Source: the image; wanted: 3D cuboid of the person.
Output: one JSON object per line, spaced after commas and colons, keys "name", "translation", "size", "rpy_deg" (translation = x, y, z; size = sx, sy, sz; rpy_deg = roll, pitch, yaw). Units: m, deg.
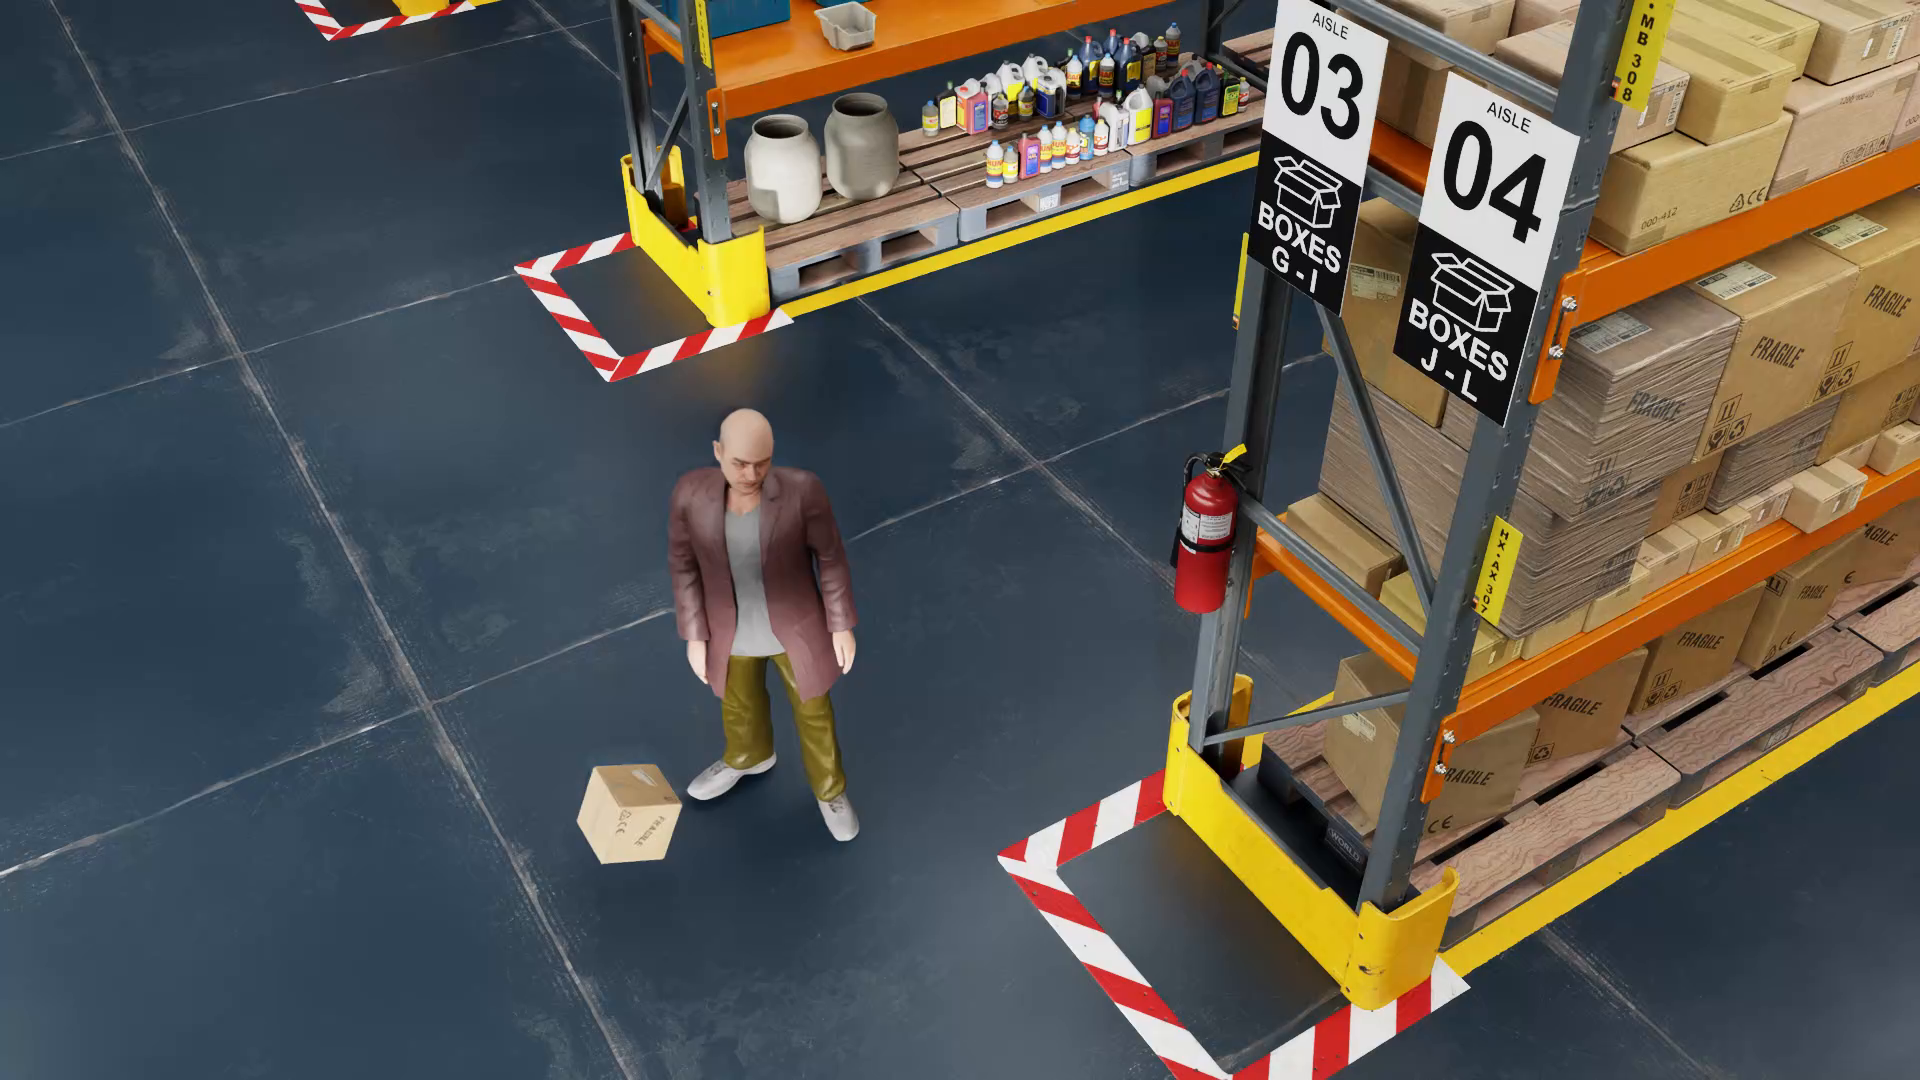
{"name": "person", "translation": [-0.673, 0.379, 5.790], "size": [0.668, 1.660, 0.537], "rpy_deg": [-3, 40, -3]}
